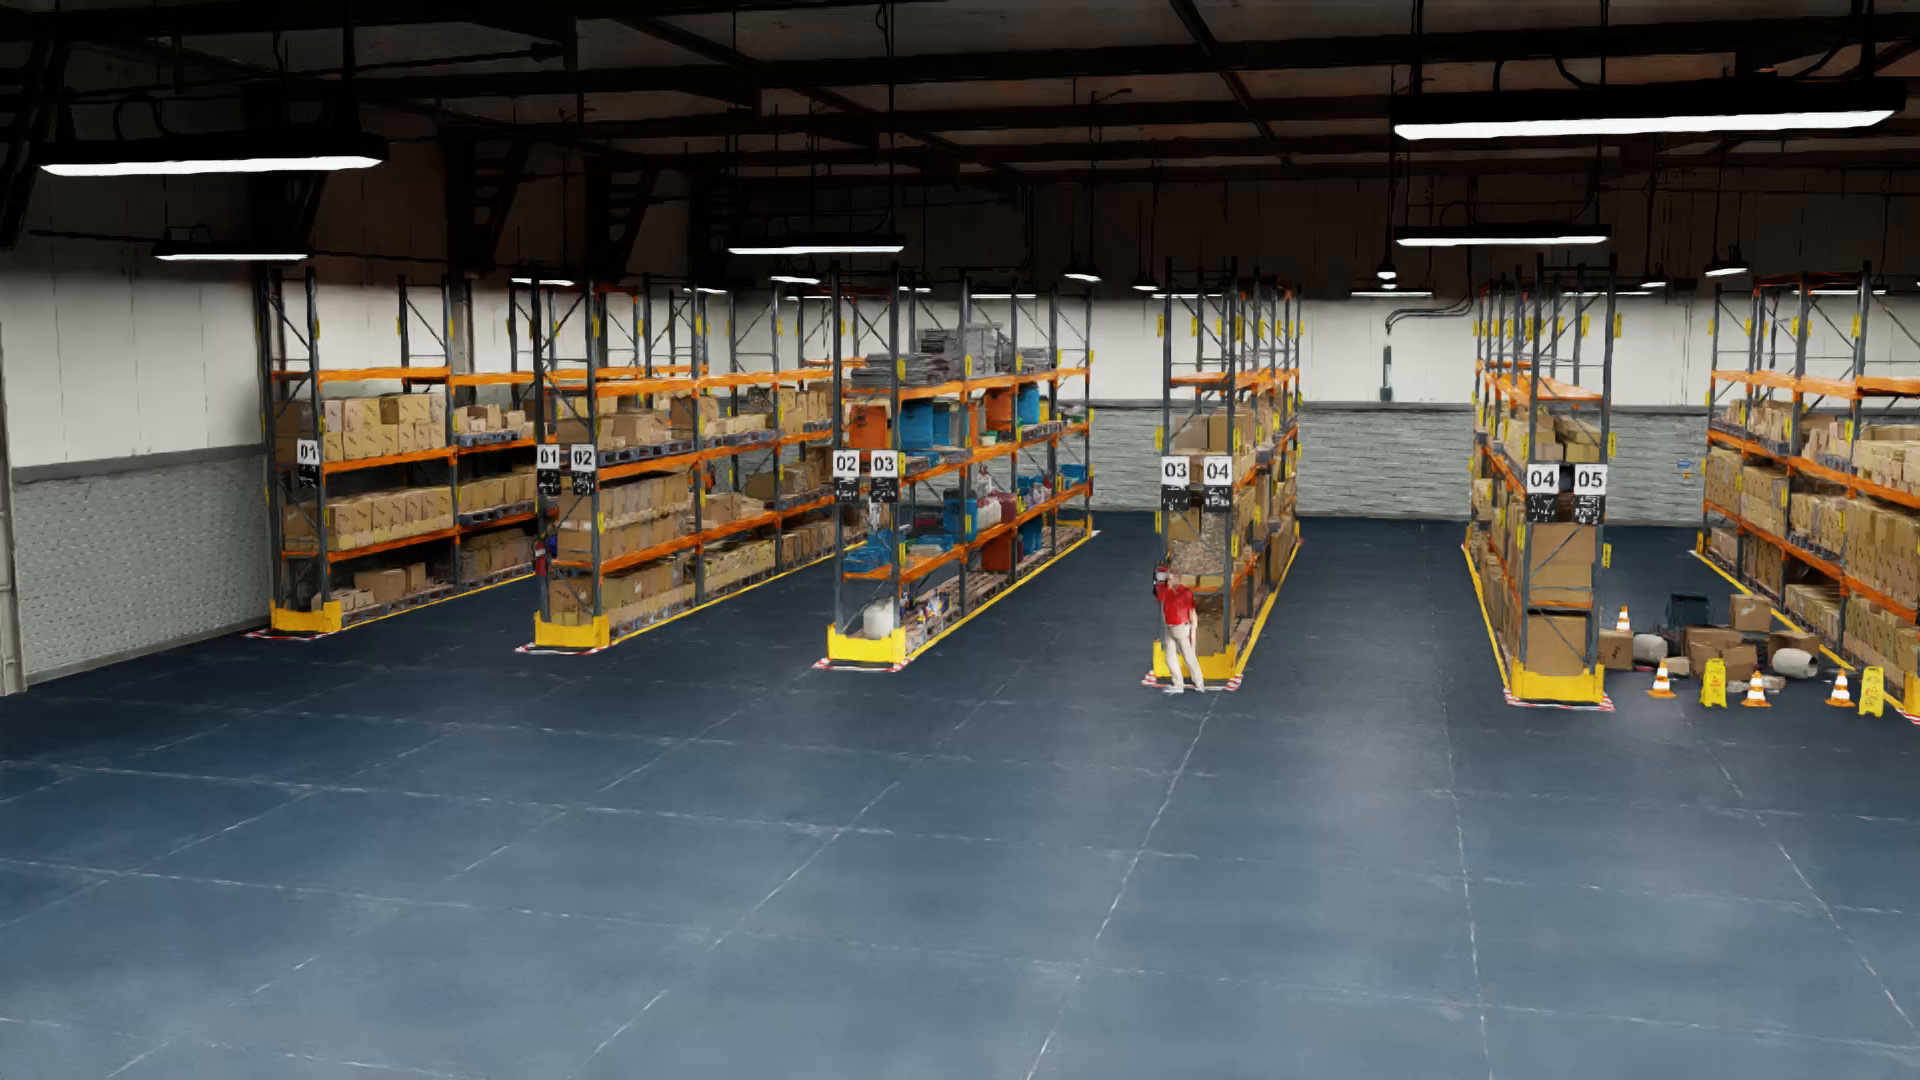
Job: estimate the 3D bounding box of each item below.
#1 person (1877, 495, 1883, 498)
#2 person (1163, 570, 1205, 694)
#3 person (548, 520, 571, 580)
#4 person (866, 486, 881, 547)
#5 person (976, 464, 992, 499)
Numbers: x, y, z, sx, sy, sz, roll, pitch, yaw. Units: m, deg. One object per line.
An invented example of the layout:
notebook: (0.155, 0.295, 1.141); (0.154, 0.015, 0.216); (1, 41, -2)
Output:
person: (18.501, -0.156, 33.614); (0.641, 1.772, 0.692); (5, 9, 36)
person: (3.094, 1.257, 22.929); (0.575, 1.715, 0.594); (-6, 9, -38)
person: (-7.205, 0.420, 29.966); (0.592, 1.604, 0.518); (2, 7, 14)
person: (-1.841, -0.336, 35.412); (0.365, 1.682, 0.582); (-1, 7, -7)
person: (0.626, -1.208, 42.936); (0.415, 1.517, 1.041); (2, 7, 12)
